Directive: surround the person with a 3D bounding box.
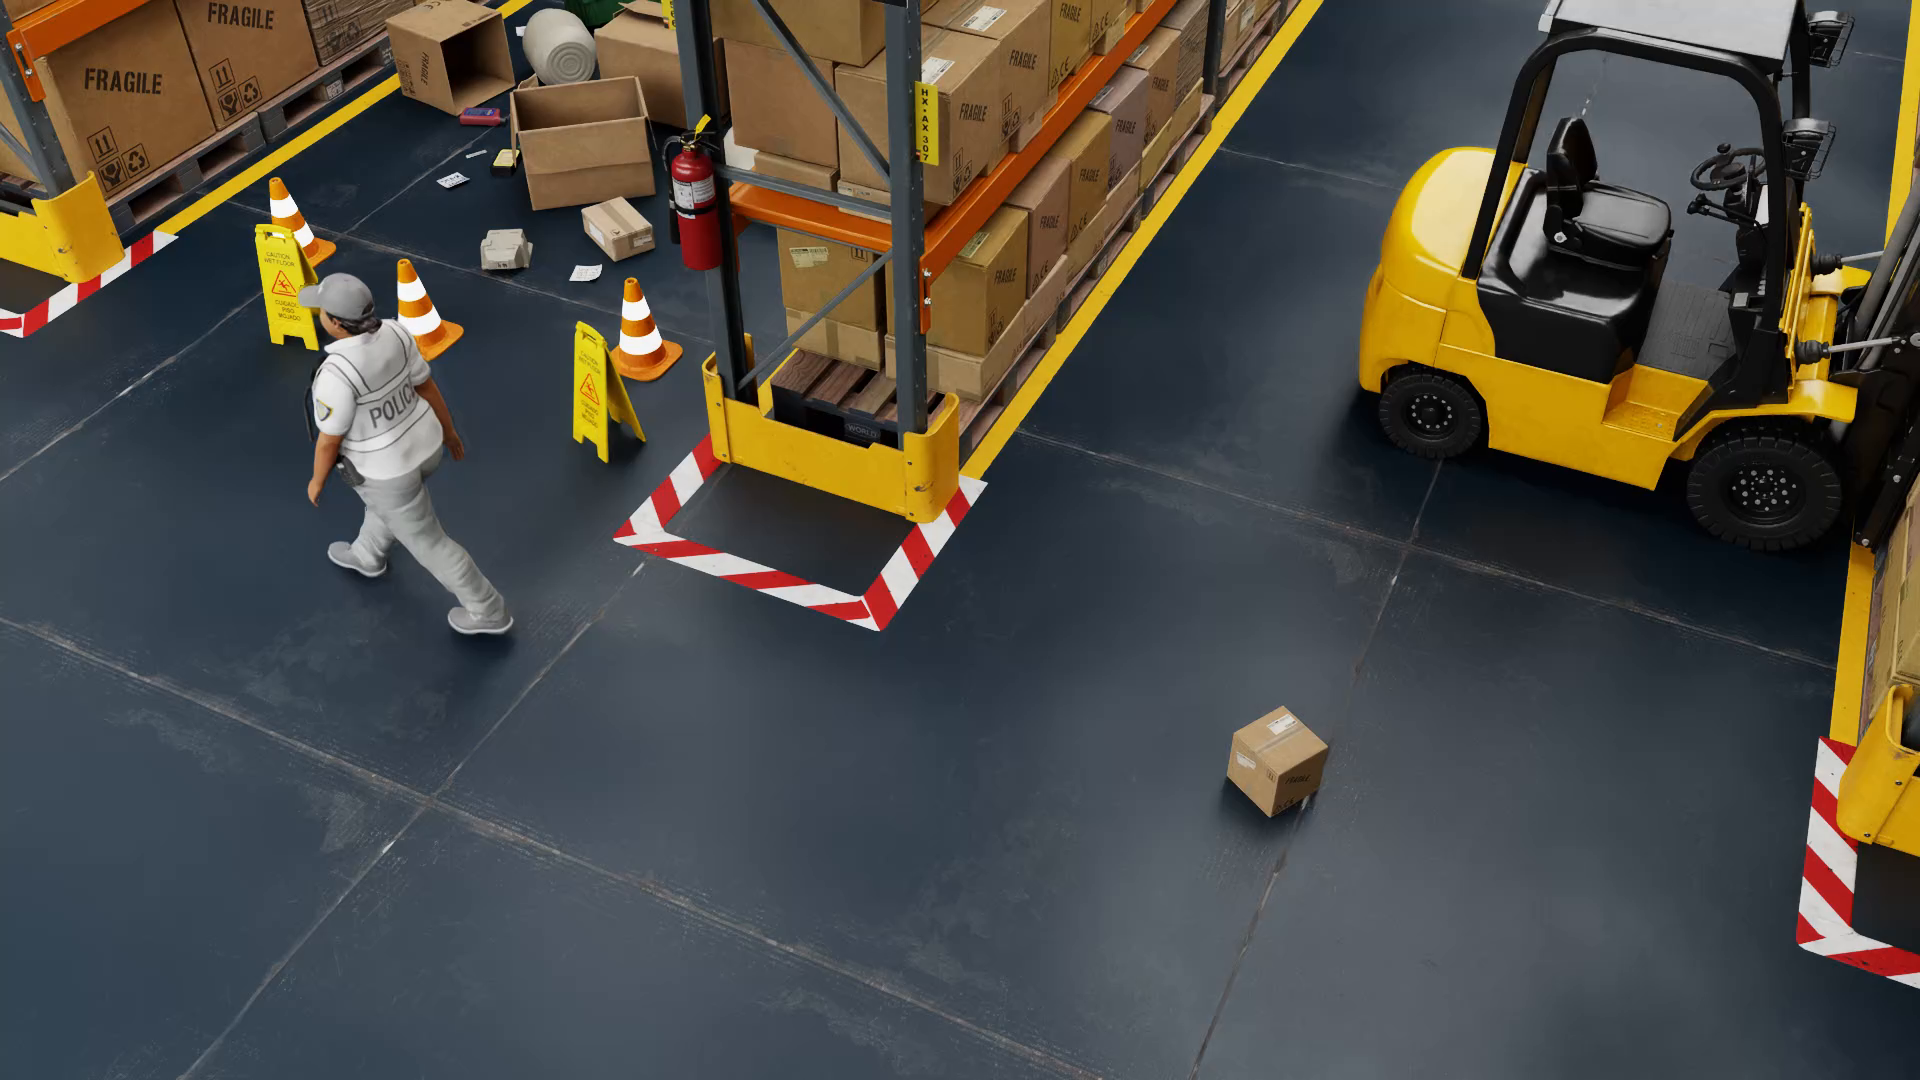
[{"bbox_3d":[-2.309,-0.354,6.537,1.001,1.598,0.526,13,44,14],"label":"person"}]
